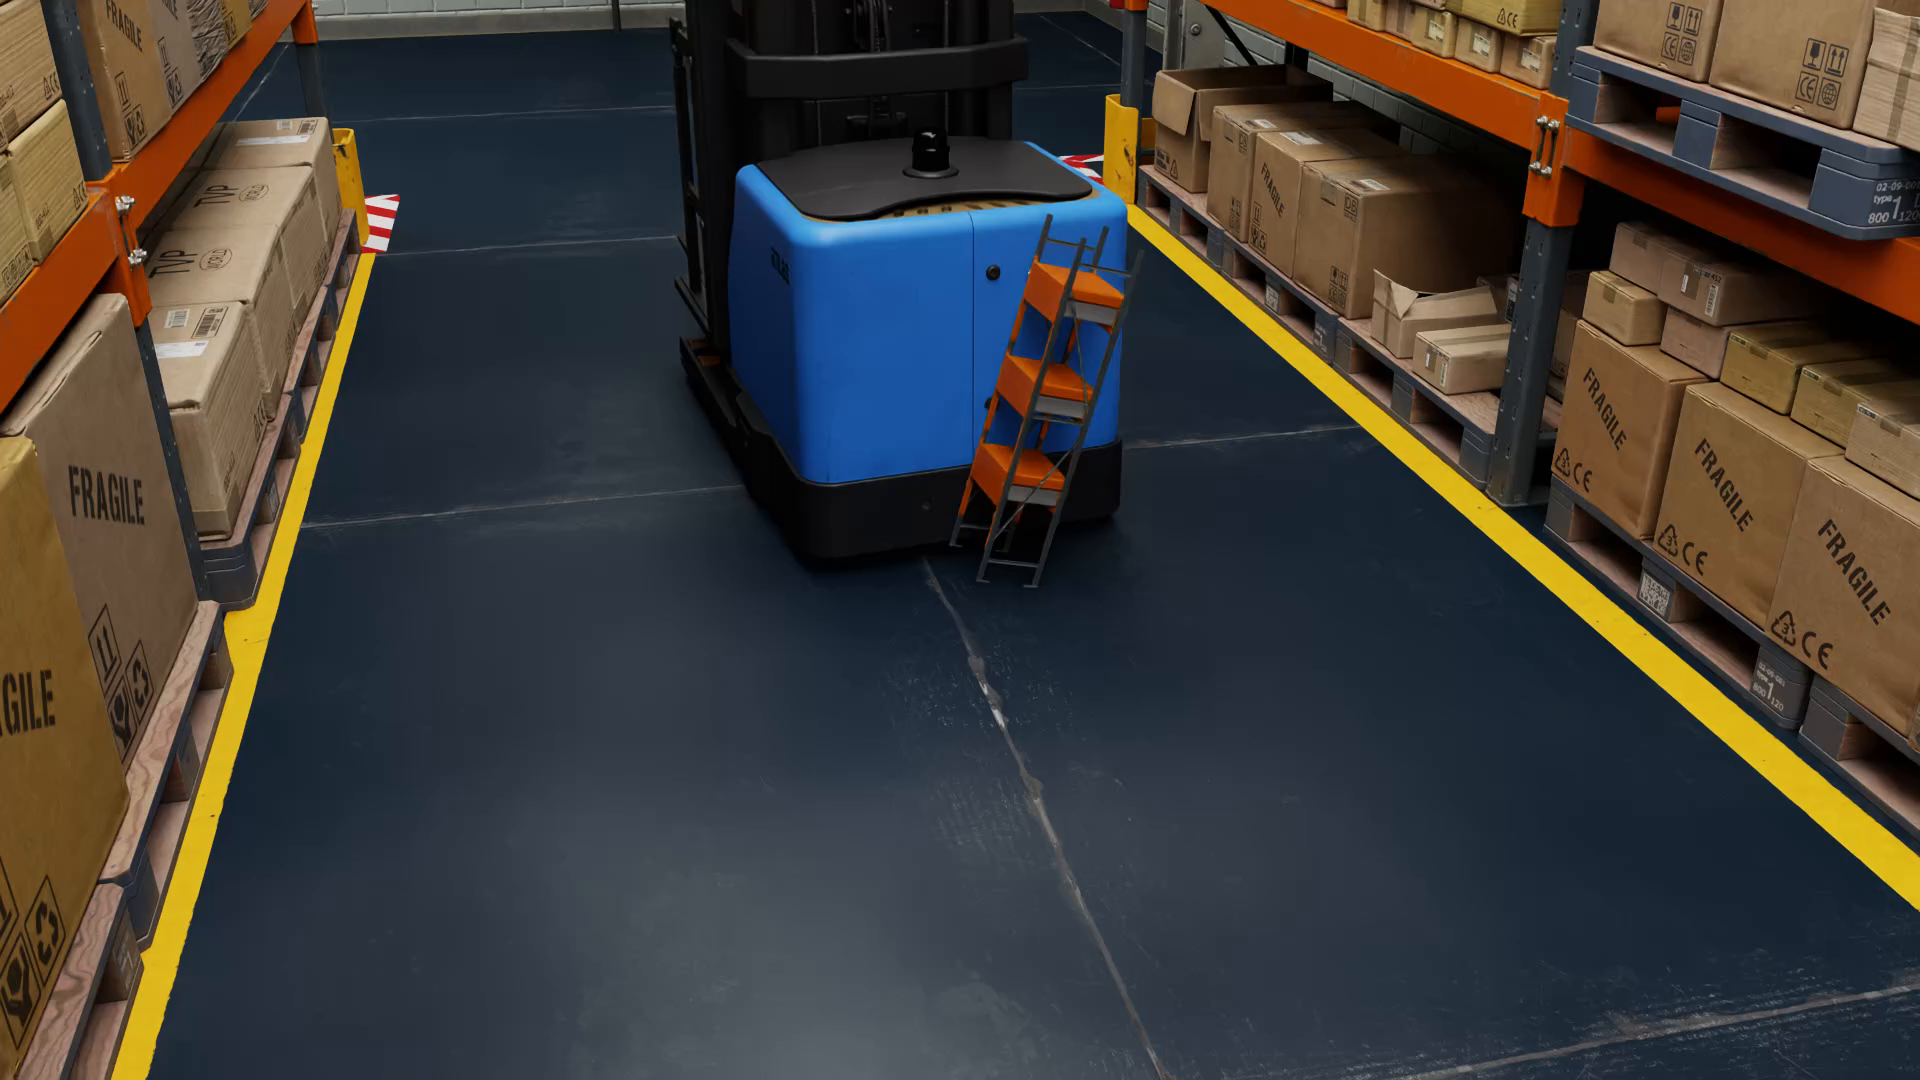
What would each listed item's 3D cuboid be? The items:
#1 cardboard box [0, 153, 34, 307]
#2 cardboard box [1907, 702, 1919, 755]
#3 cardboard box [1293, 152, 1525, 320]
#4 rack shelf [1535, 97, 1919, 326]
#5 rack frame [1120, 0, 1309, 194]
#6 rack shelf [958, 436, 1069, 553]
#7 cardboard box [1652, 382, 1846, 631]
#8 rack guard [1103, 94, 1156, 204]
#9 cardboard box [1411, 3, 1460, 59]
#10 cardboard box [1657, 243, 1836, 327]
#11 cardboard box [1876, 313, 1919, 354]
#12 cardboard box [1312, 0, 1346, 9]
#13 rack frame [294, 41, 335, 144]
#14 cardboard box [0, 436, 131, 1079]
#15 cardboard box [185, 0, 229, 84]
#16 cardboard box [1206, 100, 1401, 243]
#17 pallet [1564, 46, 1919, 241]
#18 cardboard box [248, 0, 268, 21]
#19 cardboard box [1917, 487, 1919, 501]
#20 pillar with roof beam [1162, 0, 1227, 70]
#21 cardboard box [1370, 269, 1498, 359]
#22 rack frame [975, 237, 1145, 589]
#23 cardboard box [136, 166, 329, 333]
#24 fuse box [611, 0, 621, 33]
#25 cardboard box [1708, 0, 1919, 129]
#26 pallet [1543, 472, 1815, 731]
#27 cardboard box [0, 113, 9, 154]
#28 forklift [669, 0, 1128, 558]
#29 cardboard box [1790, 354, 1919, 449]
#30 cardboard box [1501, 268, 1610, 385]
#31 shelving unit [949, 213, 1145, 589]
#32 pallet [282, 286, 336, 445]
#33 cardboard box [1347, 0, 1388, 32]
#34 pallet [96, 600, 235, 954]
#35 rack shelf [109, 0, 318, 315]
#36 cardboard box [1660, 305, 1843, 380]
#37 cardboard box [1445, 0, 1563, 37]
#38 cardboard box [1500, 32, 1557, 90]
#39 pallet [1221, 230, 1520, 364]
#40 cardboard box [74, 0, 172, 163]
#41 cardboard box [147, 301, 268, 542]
[{"bbox_3d":[-2.125,-0.545,3.168,0.500,0.250,0.500,-6,27,-12],"label":"cardboard box"},{"bbox_3d":[2.488,0.331,3.573,0.500,0.500,0.500,-7,28,-13],"label":"cardboard box"},{"bbox_3d":[1.782,-1.228,6.661,0.700,0.500,0.500,-7,28,-14],"label":"cardboard box"},{"bbox_3d":[2.700,-0.314,3.342,1.077,0.370,4.000,-6,27,-12],"label":"rack shelf"},{"bbox_3d":[1.348,-3.269,8.398,1.000,3.000,0.127,-6,27,-12],"label":"rack frame"},{"bbox_3d":[0.160,-0.131,4.932,0.215,0.259,0.240,7,23,-24],"label":"rack shelf"},{"bbox_3d":[2.269,-0.117,4.460,0.500,0.500,0.500,-6,27,-12],"label":"cardboard box"},{"bbox_3d":[1.365,-2.120,8.895,1.175,0.500,0.348,-6,27,-12],"label":"rack guard"},{"bbox_3d":[1.769,-1.739,5.645,0.380,0.149,0.250,-5,27,-10],"label":"cardboard box"},{"bbox_3d":[2.176,-0.713,4.592,0.380,0.149,0.250,-7,28,-14],"label":"cardboard box"},{"bbox_3d":[2.741,-0.521,4.542,0.380,0.149,0.250,-6,27,-11],"label":"cardboard box"},{"bbox_3d":[1.601,-2.195,6.548,0.380,0.149,0.250,-6,27,-12],"label":"cardboard box"},{"bbox_3d":[-3.487,-2.763,7.396,1.000,3.000,0.127,-6,27,-12],"label":"rack frame"},{"bbox_3d":[-2.157,0.413,2.994,0.875,0.875,0.875,-5,27,-10],"label":"cardboard box"},{"bbox_3d":[-2.652,-1.725,5.228,0.500,0.500,0.500,-6,27,-11],"label":"cardboard box"},{"bbox_3d":[1.548,-1.683,7.564,0.700,0.500,0.500,-5,27,-9],"label":"cardboard box"},{"bbox_3d":[2.323,-1.066,4.245,1.003,0.211,1.213,-6,27,-12],"label":"pallet"},{"bbox_3d":[-2.897,-2.177,6.122,0.500,0.500,0.500,-5,27,-10],"label":"cardboard box"},{"bbox_3d":[2.426,-0.123,3.753,0.380,0.149,0.250,-5,27,-10],"label":"cardboard box"},{"bbox_3d":[-2.576,-6.785,8.707,9.100,9.000,0.400,-6,27,-12],"label":"pillar with roof beam"},{"bbox_3d":[1.757,-0.852,6.176,0.396,0.266,0.258,-5,27,-10],"label":"cardboard box"},{"bbox_3d":[0.278,-0.338,4.727,0.200,1.050,0.008,7,23,-24],"label":"rack frame"},{"bbox_3d":[-3.027,-1.127,6.531,0.875,0.438,0.875,-5,27,-10],"label":"cardboard box"},{"bbox_3d":[-2.701,-4.811,12.882,0.539,1.711,0.414,-6,27,-12],"label":"fuse box"},{"bbox_3d":[2.257,-1.283,3.886,0.700,0.500,0.500,-6,27,-11],"label":"cardboard box"},{"bbox_3d":[2.470,0.085,4.847,1.003,0.211,1.213,-6,27,-12],"label":"pallet"},{"bbox_3d":[-2.130,-0.776,3.070,0.500,0.250,0.500,-5,27,-10],"label":"cardboard box"},{"bbox_3d":[-0.452,-1.898,5.757,1.130,2.935,3.031,-9,28,-17],"label":"forklift"},{"bbox_3d":[2.353,-0.346,4.194,0.380,0.149,0.250,-6,27,-12],"label":"cardboard box"},{"bbox_3d":[2.331,-0.814,6.052,0.500,0.311,0.500,-5,27,-10],"label":"cardboard box"},{"bbox_3d":[0.238,-0.390,4.830,0.215,1.050,0.252,7,23,-24],"label":"shelving unit"},{"bbox_3d":[-2.959,-0.641,6.286,1.003,0.211,1.213,-6,27,-12],"label":"pallet"},{"bbox_3d":[1.652,-1.966,6.095,0.380,0.149,0.250,-6,27,-12],"label":"cardboard box"},{"bbox_3d":[-2.338,0.568,3.889,1.003,0.211,1.213,-6,27,-12],"label":"pallet"},{"bbox_3d":[-3.037,-1.564,5.819,1.077,0.370,4.000,-6,27,-12],"label":"rack shelf"},{"bbox_3d":[2.209,-0.576,4.651,0.380,0.149,0.250,-7,28,-13],"label":"cardboard box"},{"bbox_3d":[1.897,-1.778,5.280,0.500,0.250,0.500,-5,27,-10],"label":"cardboard box"},{"bbox_3d":[1.931,-1.515,5.202,0.380,0.149,0.250,-6,27,-11],"label":"cardboard box"},{"bbox_3d":[1.817,-1.106,7.208,1.003,0.211,1.213,-6,27,-12],"label":"pallet"},{"bbox_3d":[-2.436,-1.285,4.355,0.500,0.500,0.500,-5,27,-10],"label":"cardboard box"},{"bbox_3d":[-2.623,-0.338,4.967,0.875,0.438,0.875,-6,27,-12],"label":"cardboard box"}]
